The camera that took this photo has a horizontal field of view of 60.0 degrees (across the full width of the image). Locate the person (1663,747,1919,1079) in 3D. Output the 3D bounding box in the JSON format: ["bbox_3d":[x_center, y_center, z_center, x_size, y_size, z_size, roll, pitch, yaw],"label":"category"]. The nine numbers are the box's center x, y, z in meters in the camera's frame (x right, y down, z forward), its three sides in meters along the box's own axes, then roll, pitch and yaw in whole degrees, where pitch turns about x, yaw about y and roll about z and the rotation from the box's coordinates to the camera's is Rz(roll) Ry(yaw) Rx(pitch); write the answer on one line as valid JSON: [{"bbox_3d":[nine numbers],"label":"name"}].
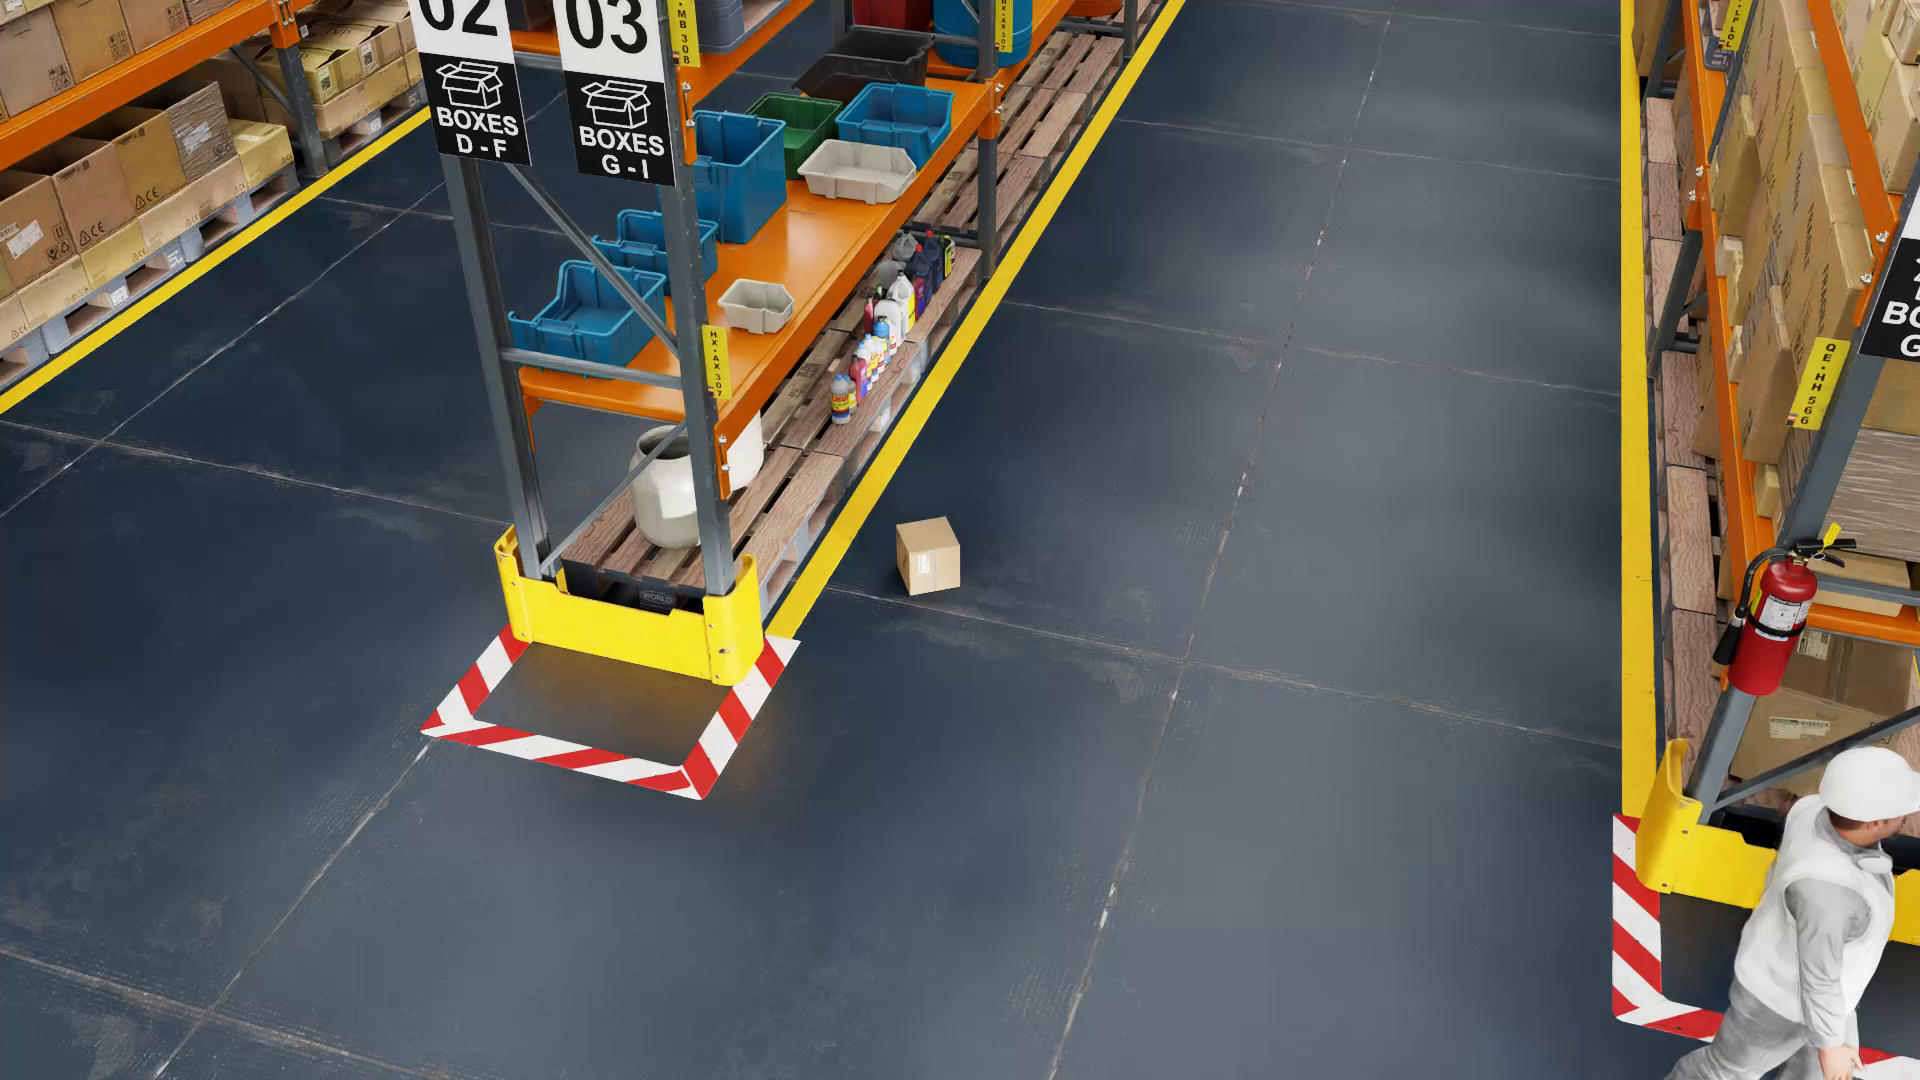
[{"bbox_3d":[2.584,1.372,5.071,0.628,1.845,0.577,20,41,25],"label":"person"}]
